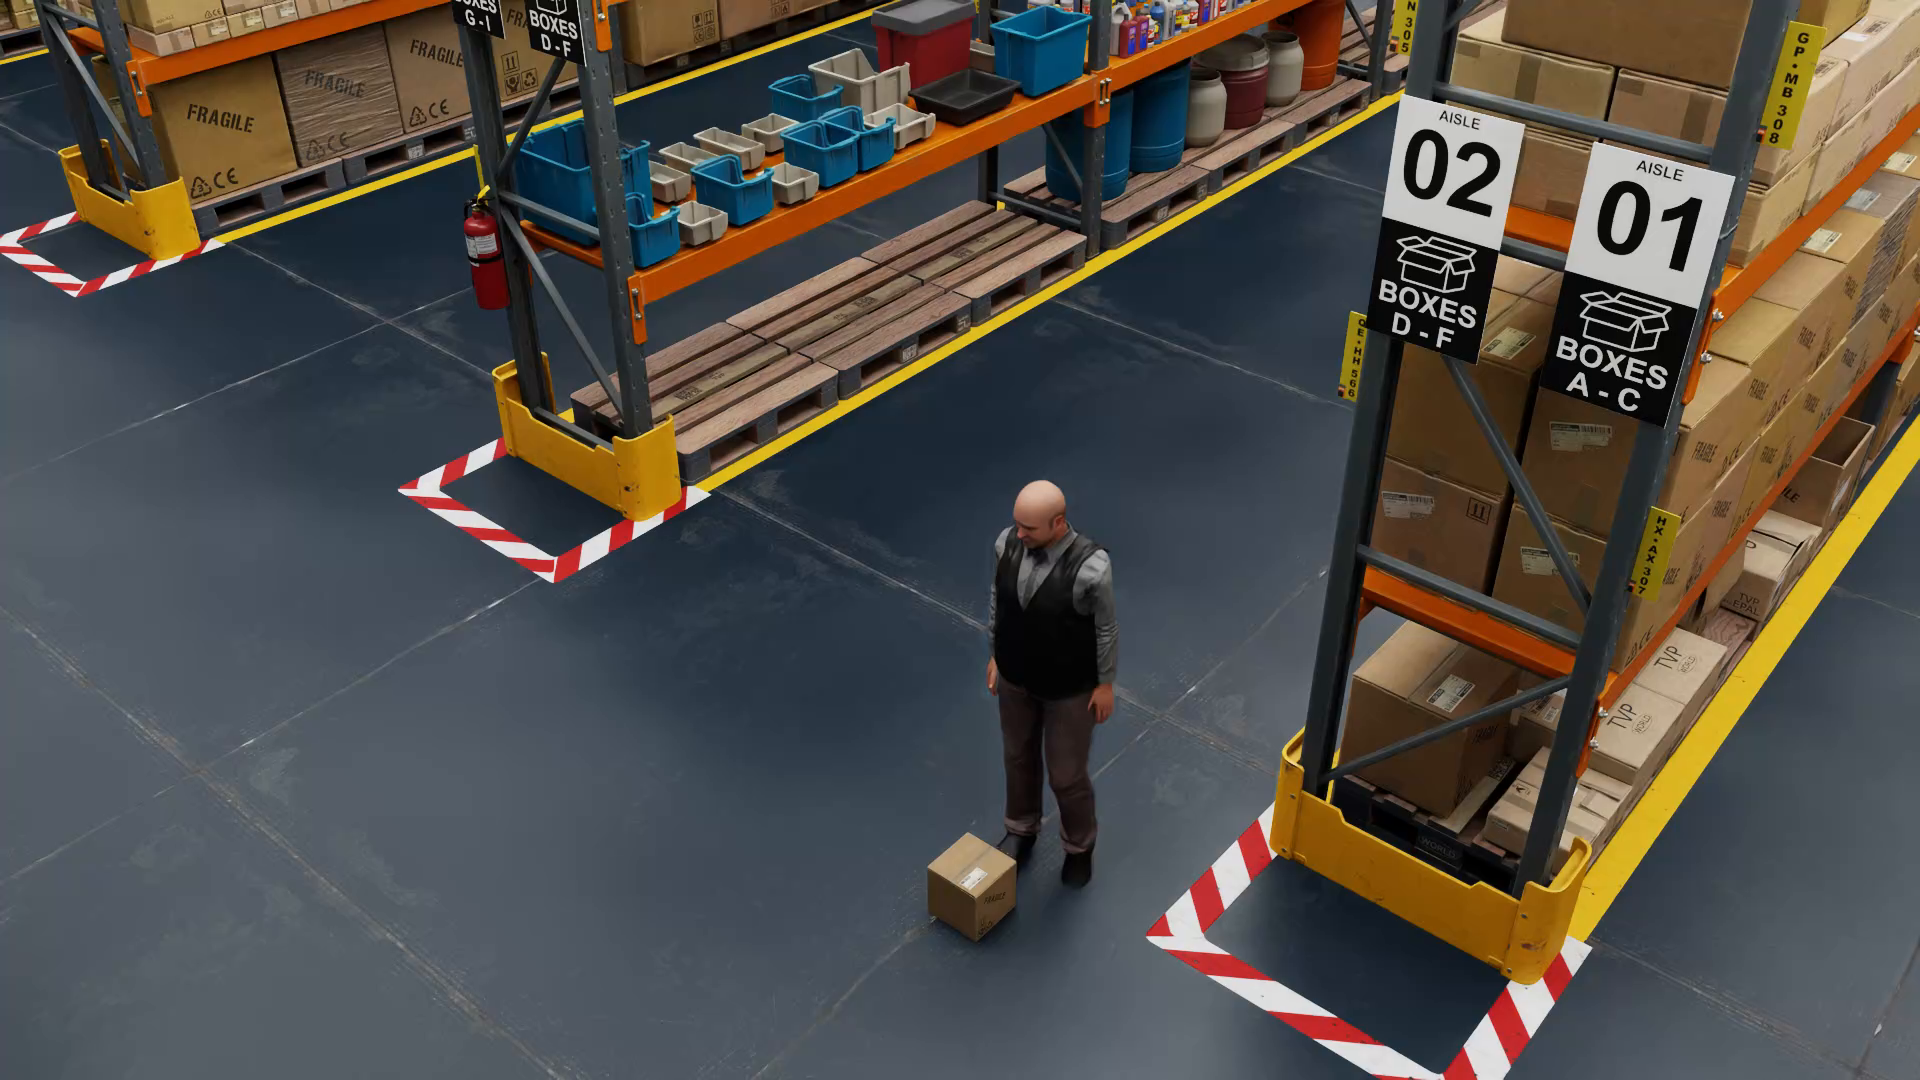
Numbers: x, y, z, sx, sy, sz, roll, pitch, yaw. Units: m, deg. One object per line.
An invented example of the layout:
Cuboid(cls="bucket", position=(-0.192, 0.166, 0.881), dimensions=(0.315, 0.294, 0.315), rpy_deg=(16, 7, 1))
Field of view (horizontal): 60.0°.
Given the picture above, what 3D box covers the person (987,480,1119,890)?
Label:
Cuboid(cls="person", position=(0.298, 0.583, 6.363), dimensions=(0.585, 1.798, 0.477), rpy_deg=(25, 42, 31))
